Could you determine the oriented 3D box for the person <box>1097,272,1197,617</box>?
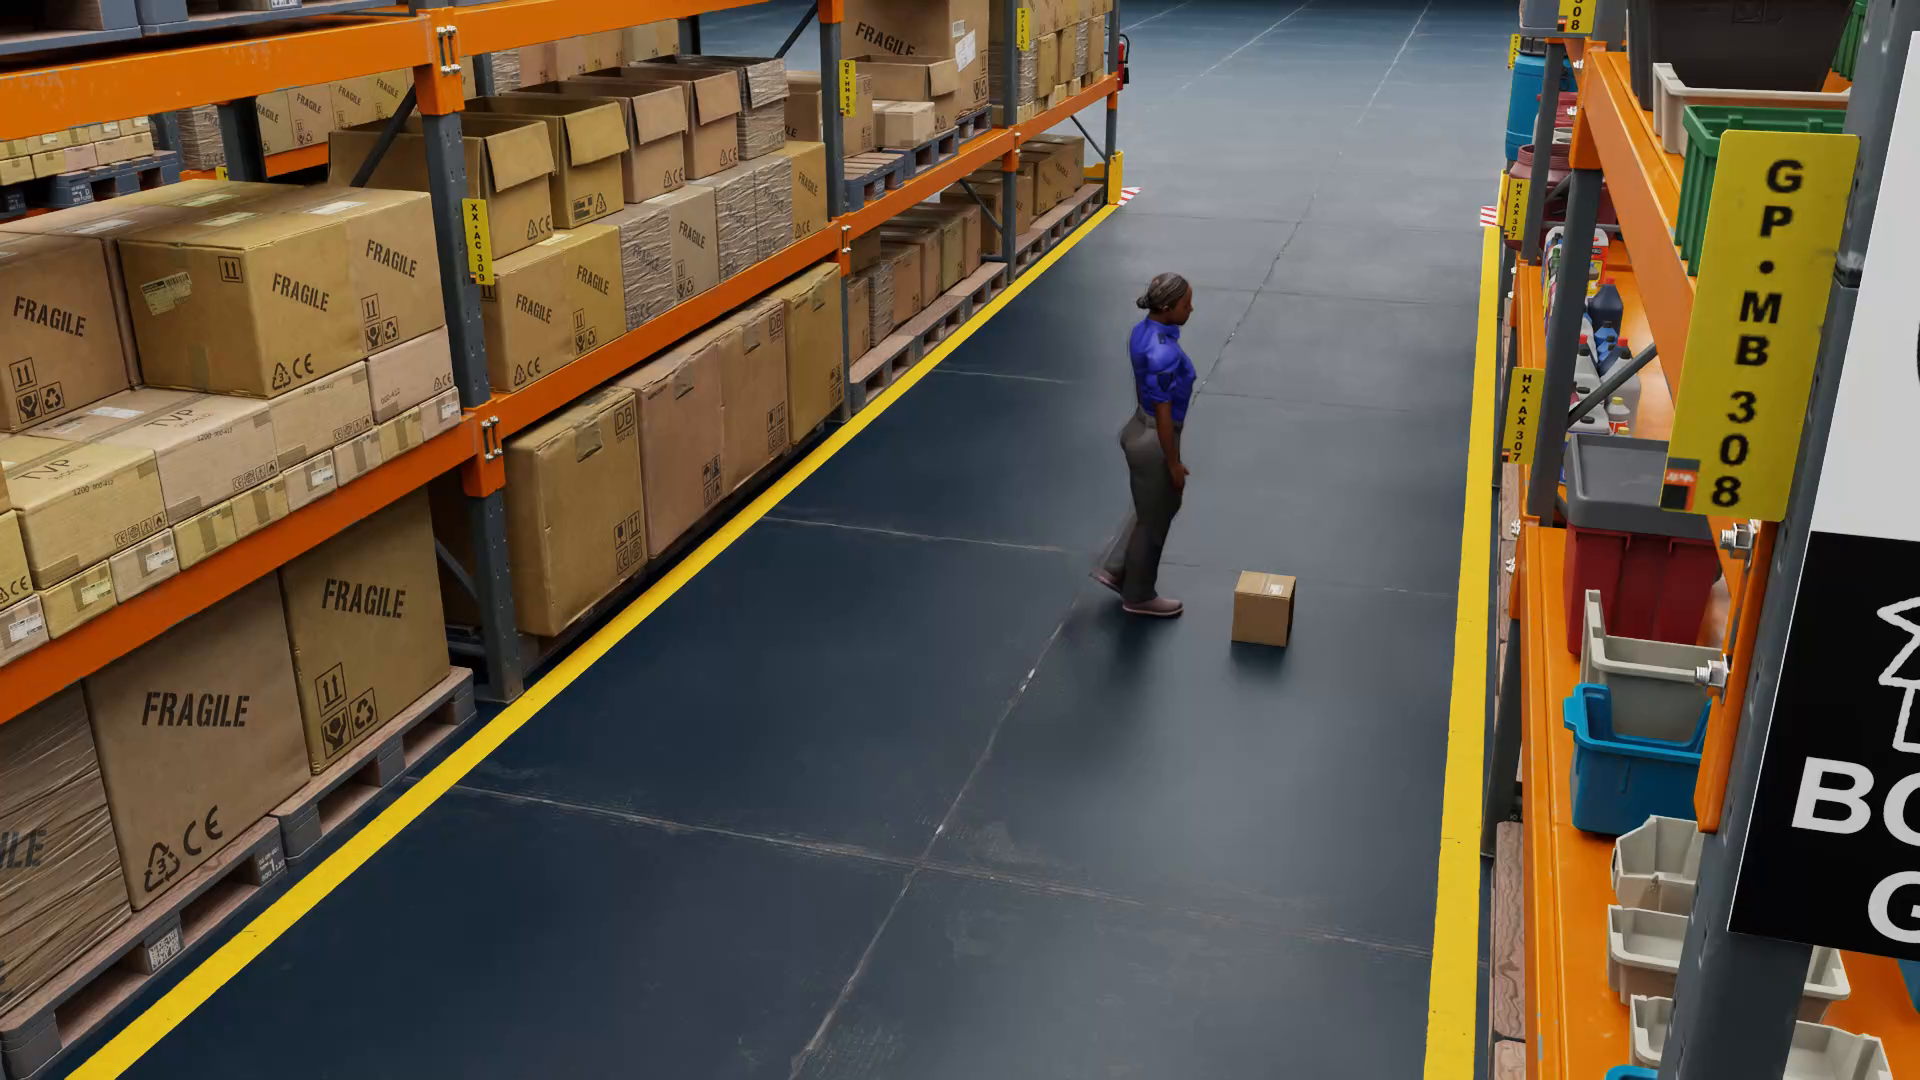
[{"bbox_3d":[0.861,-0.417,7.588,0.409,1.660,0.482,-2,22,-4],"label":"person"}]
